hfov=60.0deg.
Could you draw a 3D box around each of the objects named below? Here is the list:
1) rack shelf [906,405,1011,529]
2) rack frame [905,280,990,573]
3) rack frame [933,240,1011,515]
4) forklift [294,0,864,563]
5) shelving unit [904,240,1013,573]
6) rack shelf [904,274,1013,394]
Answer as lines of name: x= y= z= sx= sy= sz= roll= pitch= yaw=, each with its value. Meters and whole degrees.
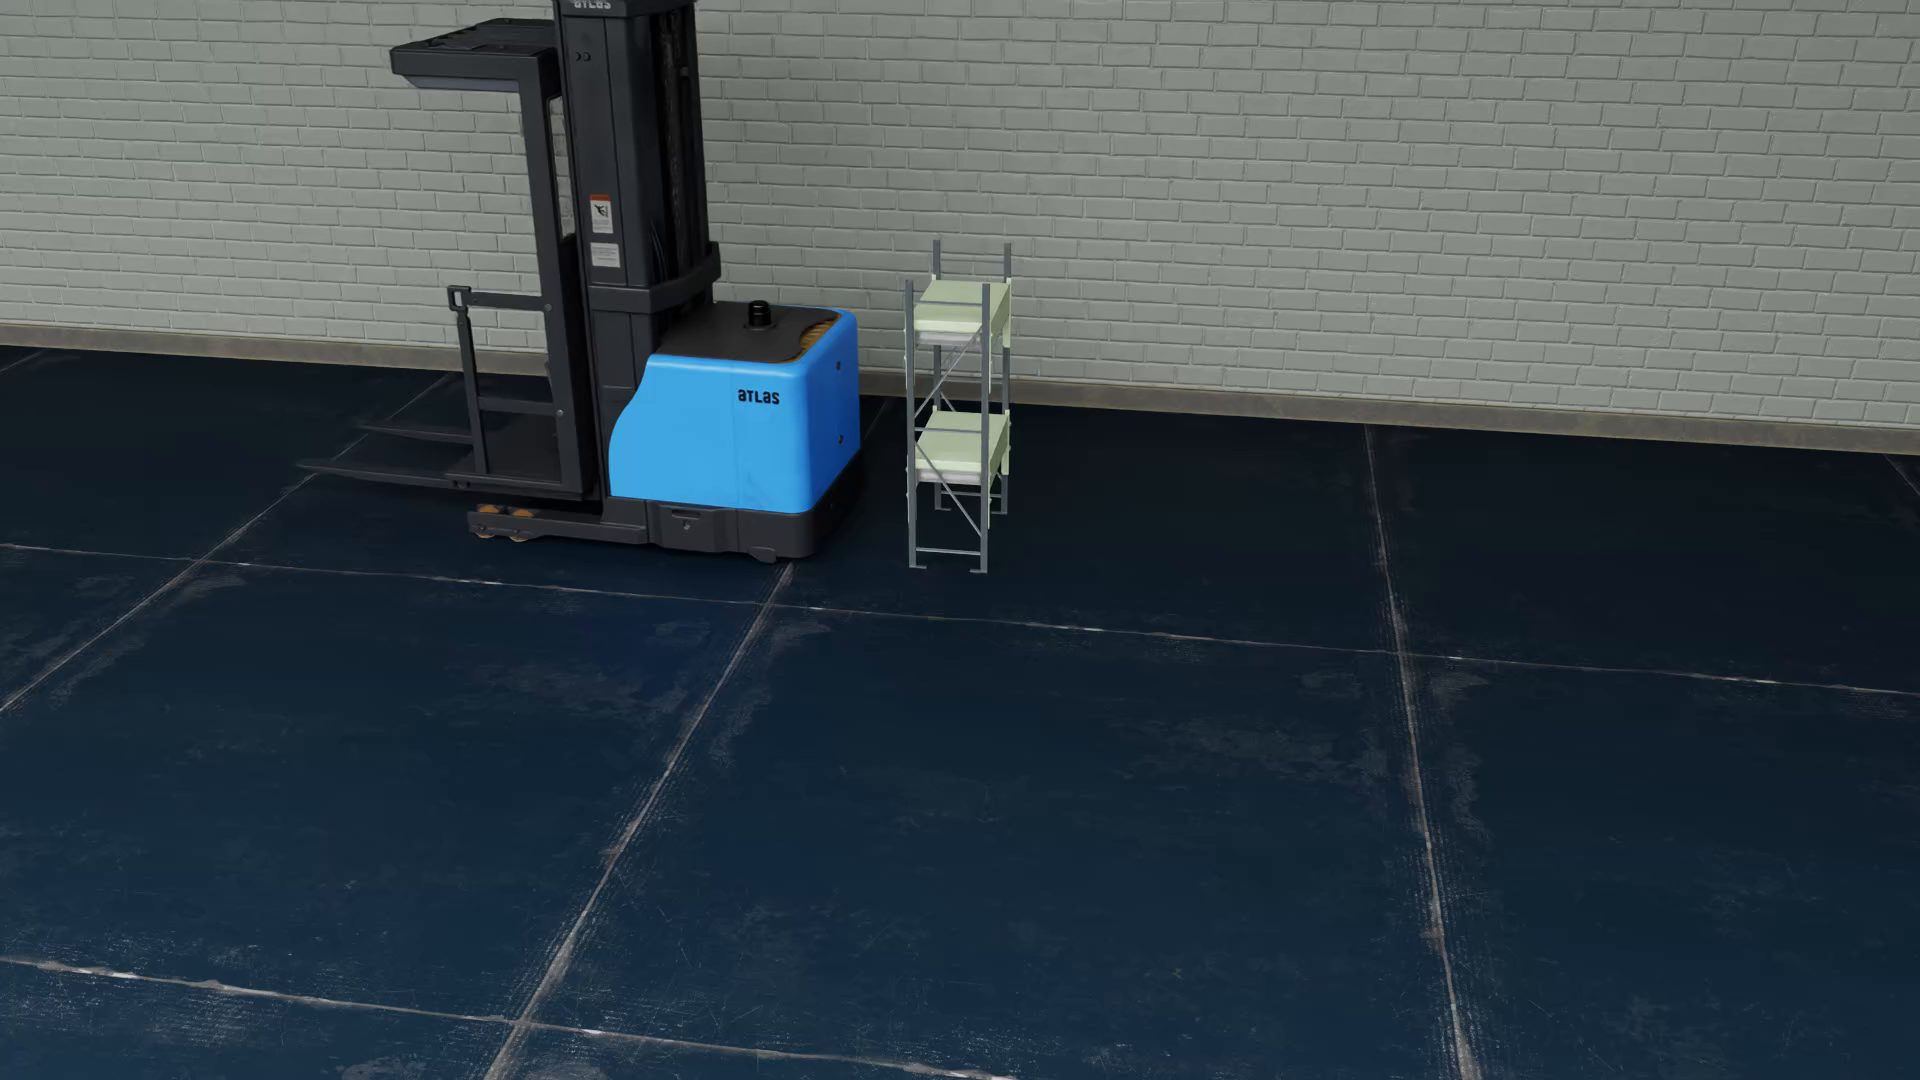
rack shelf: x=0.001 y=-0.387 z=8.576 sx=0.431 sy=0.370 sz=0.720 roll=4 pitch=25 yaw=9
rack frame: x=-0.059 y=-0.529 z=8.111 sx=0.400 sy=1.500 sz=0.023 roll=4 pitch=25 yaw=9
rack frame: x=0.061 y=-0.835 z=8.765 sx=0.400 sy=1.500 sz=0.023 roll=4 pitch=25 yaw=9
forklift: x=-2.104 y=-1.527 z=8.555 sx=3.031 sy=2.935 sz=1.130 roll=6 pitch=26 yaw=12
shelving unit: x=0.001 y=-0.682 z=8.438 sx=0.431 sy=1.500 sz=0.755 roll=4 pitch=25 yaw=9
rack shelf: x=0.001 y=-1.036 z=8.273 sx=0.431 sy=0.370 sz=0.720 roll=4 pitch=25 yaw=9
